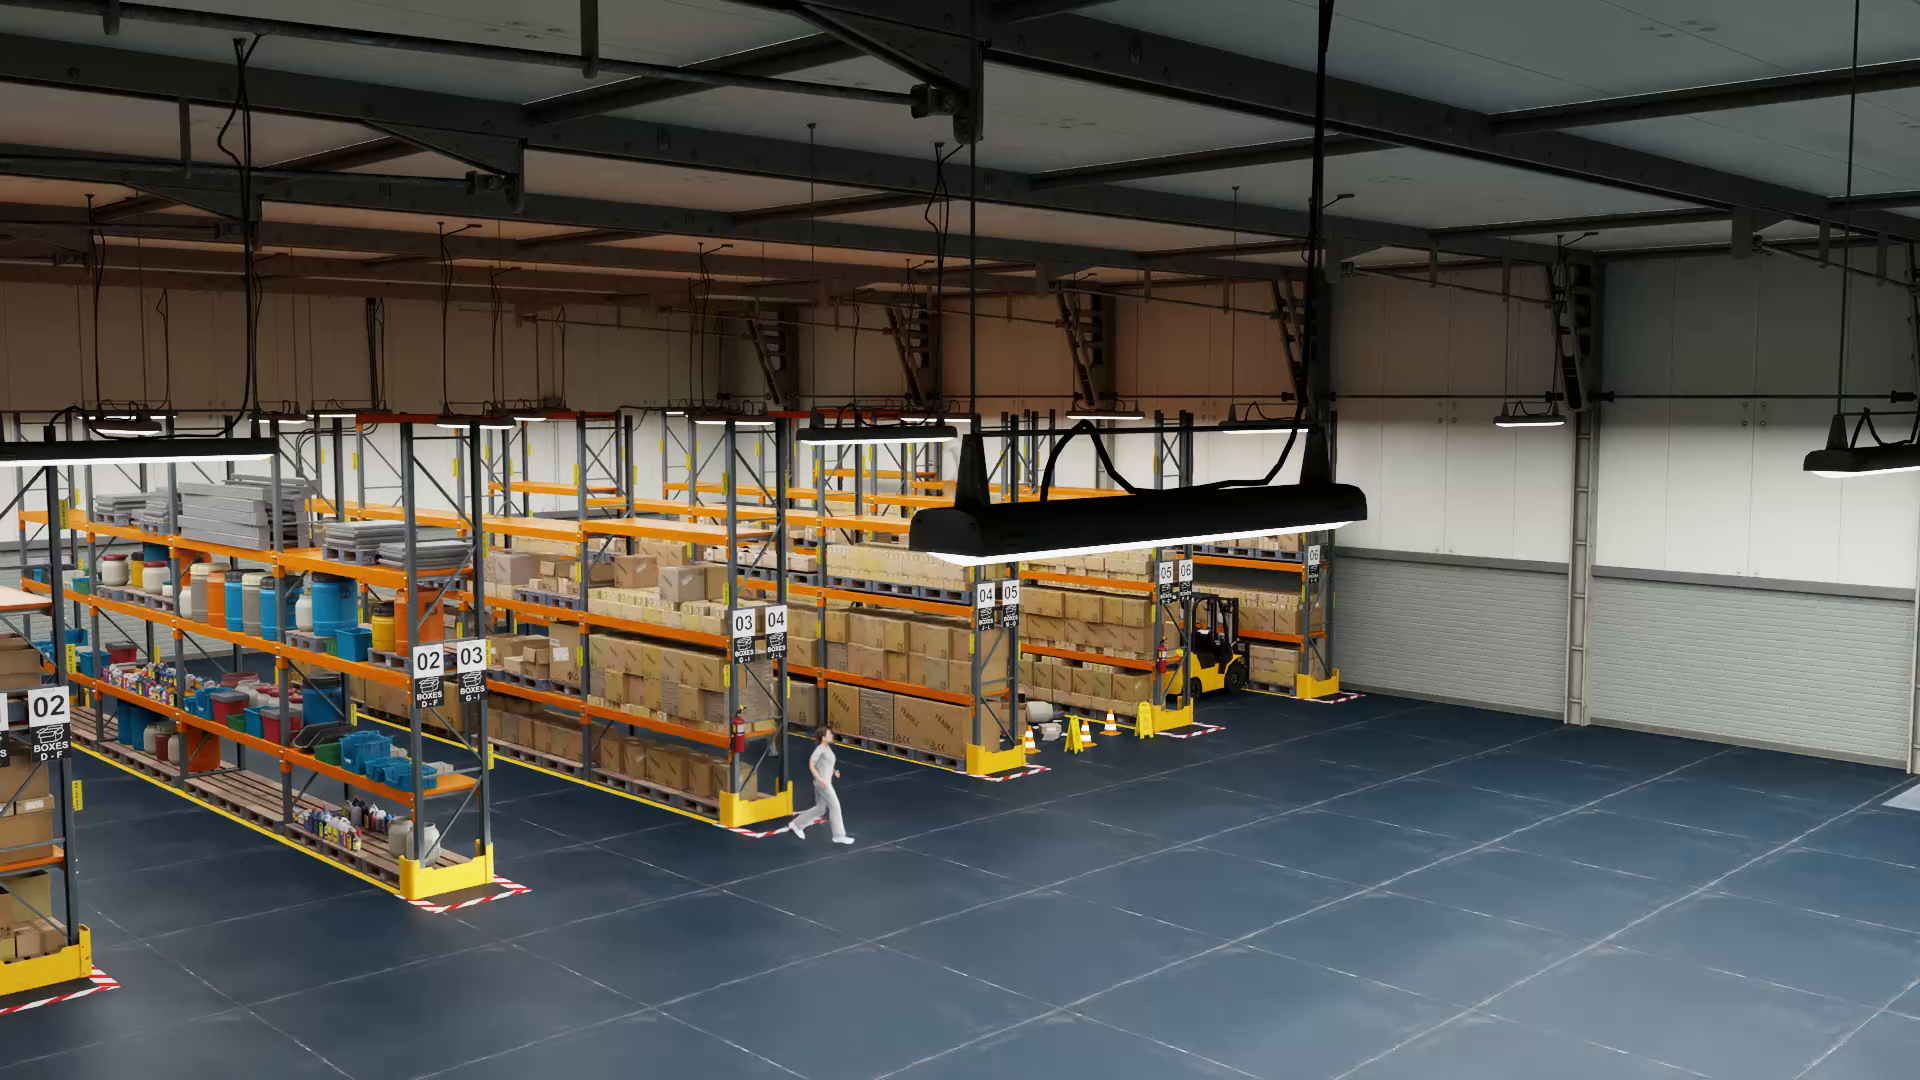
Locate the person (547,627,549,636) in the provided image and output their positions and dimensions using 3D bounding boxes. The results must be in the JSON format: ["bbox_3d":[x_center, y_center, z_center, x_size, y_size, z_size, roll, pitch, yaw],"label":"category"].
[{"bbox_3d":[-9.862,2.016,40.640,0.653,1.673,0.616,1,5,7],"label":"person"}]

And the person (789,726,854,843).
[{"bbox_3d":[-1.953,3.445,23.461,0.925,1.647,0.566,0,5,1],"label":"person"}]

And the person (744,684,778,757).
[{"bbox_3d":[-3.476,2.928,29.284,0.896,1.742,0.677,4,6,36],"label":"person"}]
